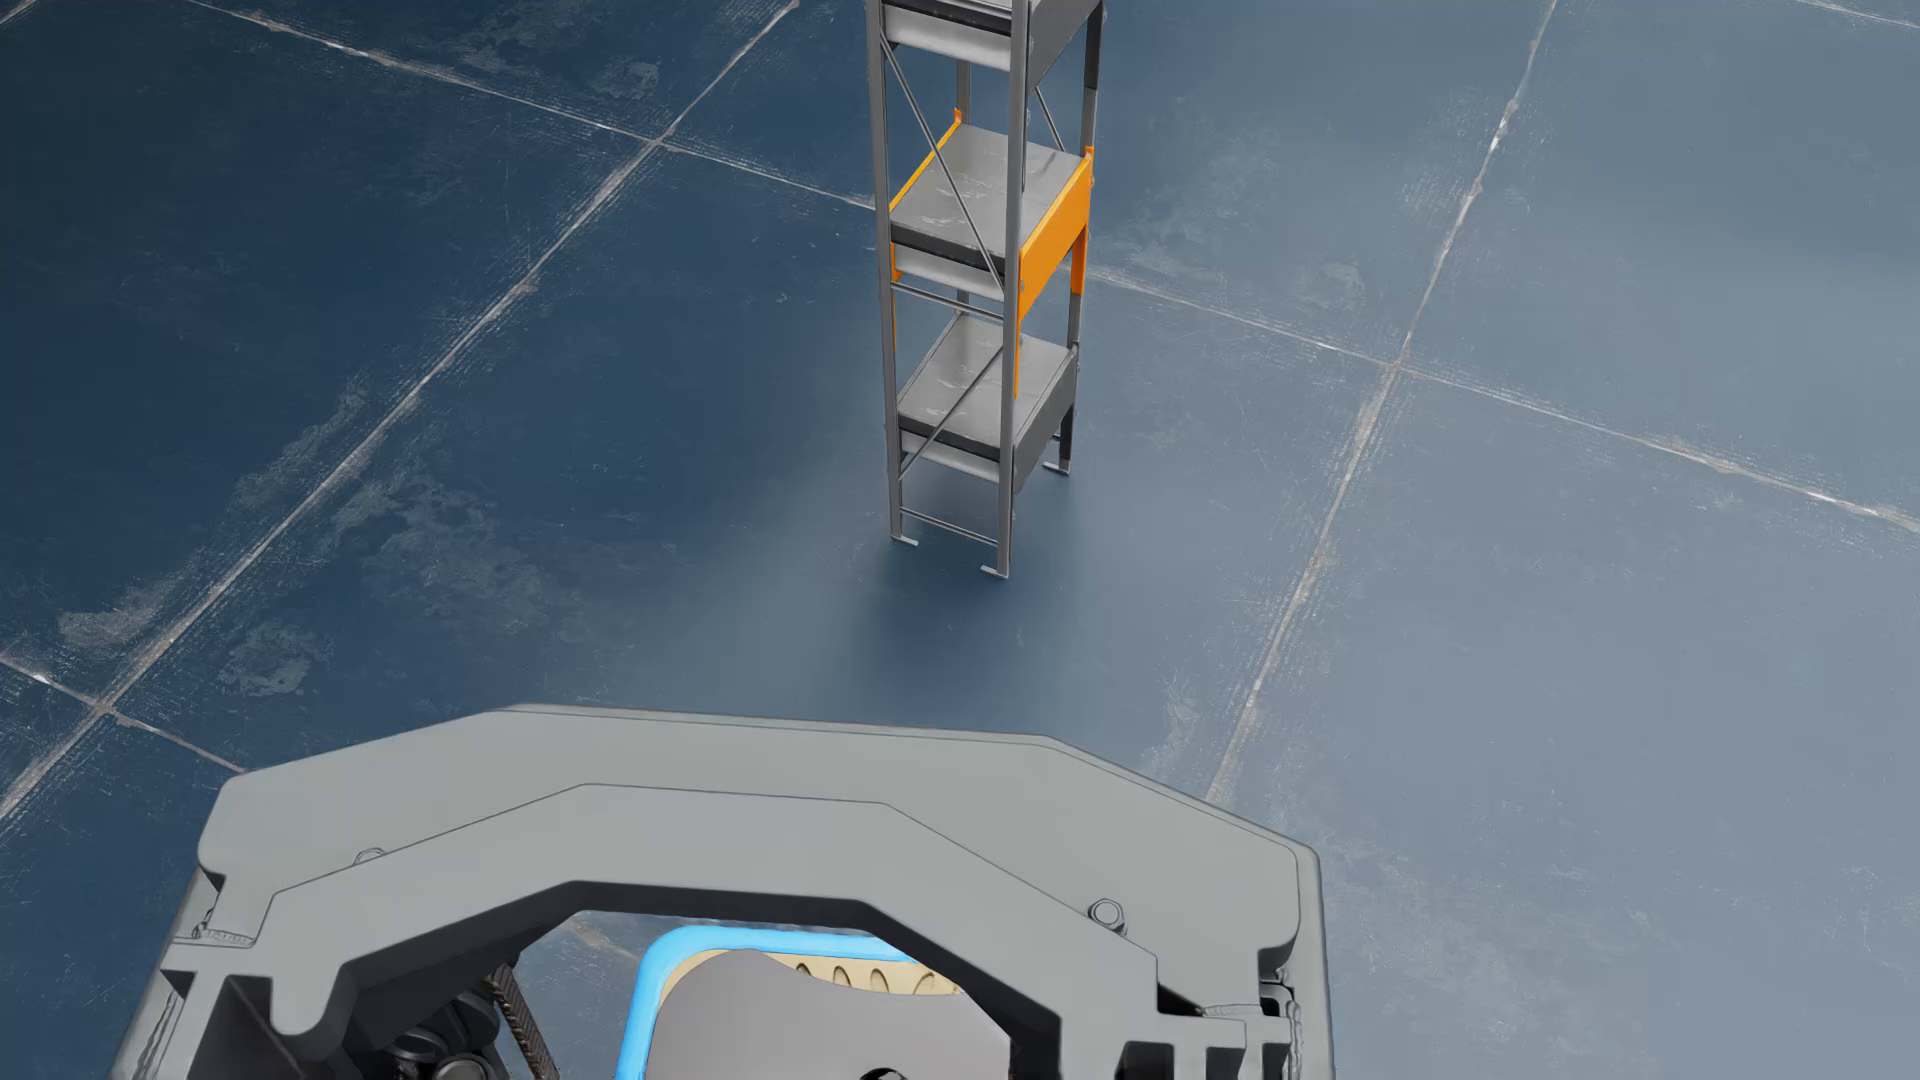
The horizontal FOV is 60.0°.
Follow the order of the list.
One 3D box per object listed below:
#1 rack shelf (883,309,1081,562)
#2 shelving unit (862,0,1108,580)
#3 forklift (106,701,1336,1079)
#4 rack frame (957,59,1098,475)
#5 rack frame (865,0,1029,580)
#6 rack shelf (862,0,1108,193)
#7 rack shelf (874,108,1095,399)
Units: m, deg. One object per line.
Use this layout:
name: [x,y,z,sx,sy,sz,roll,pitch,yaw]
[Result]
rack shelf: [0.071,-0.332,5.091,0.431,0.518,0.480,20,52,16]
shelving unit: [0.071,-0.794,4.547,0.431,2.100,0.503,20,52,16]
forklift: [-0.219,1.638,1.931,1.130,2.935,3.031,3,50,3]
rack frame: [0.175,-0.962,4.690,0.400,2.100,0.015,20,52,16]
rack frame: [-0.034,-0.626,4.404,0.400,2.100,0.015,20,52,16]
rack shelf: [0.071,-1.239,4.025,0.431,0.518,0.480,20,52,16]
rack shelf: [0.071,-0.786,4.558,0.431,0.518,0.480,20,52,16]
